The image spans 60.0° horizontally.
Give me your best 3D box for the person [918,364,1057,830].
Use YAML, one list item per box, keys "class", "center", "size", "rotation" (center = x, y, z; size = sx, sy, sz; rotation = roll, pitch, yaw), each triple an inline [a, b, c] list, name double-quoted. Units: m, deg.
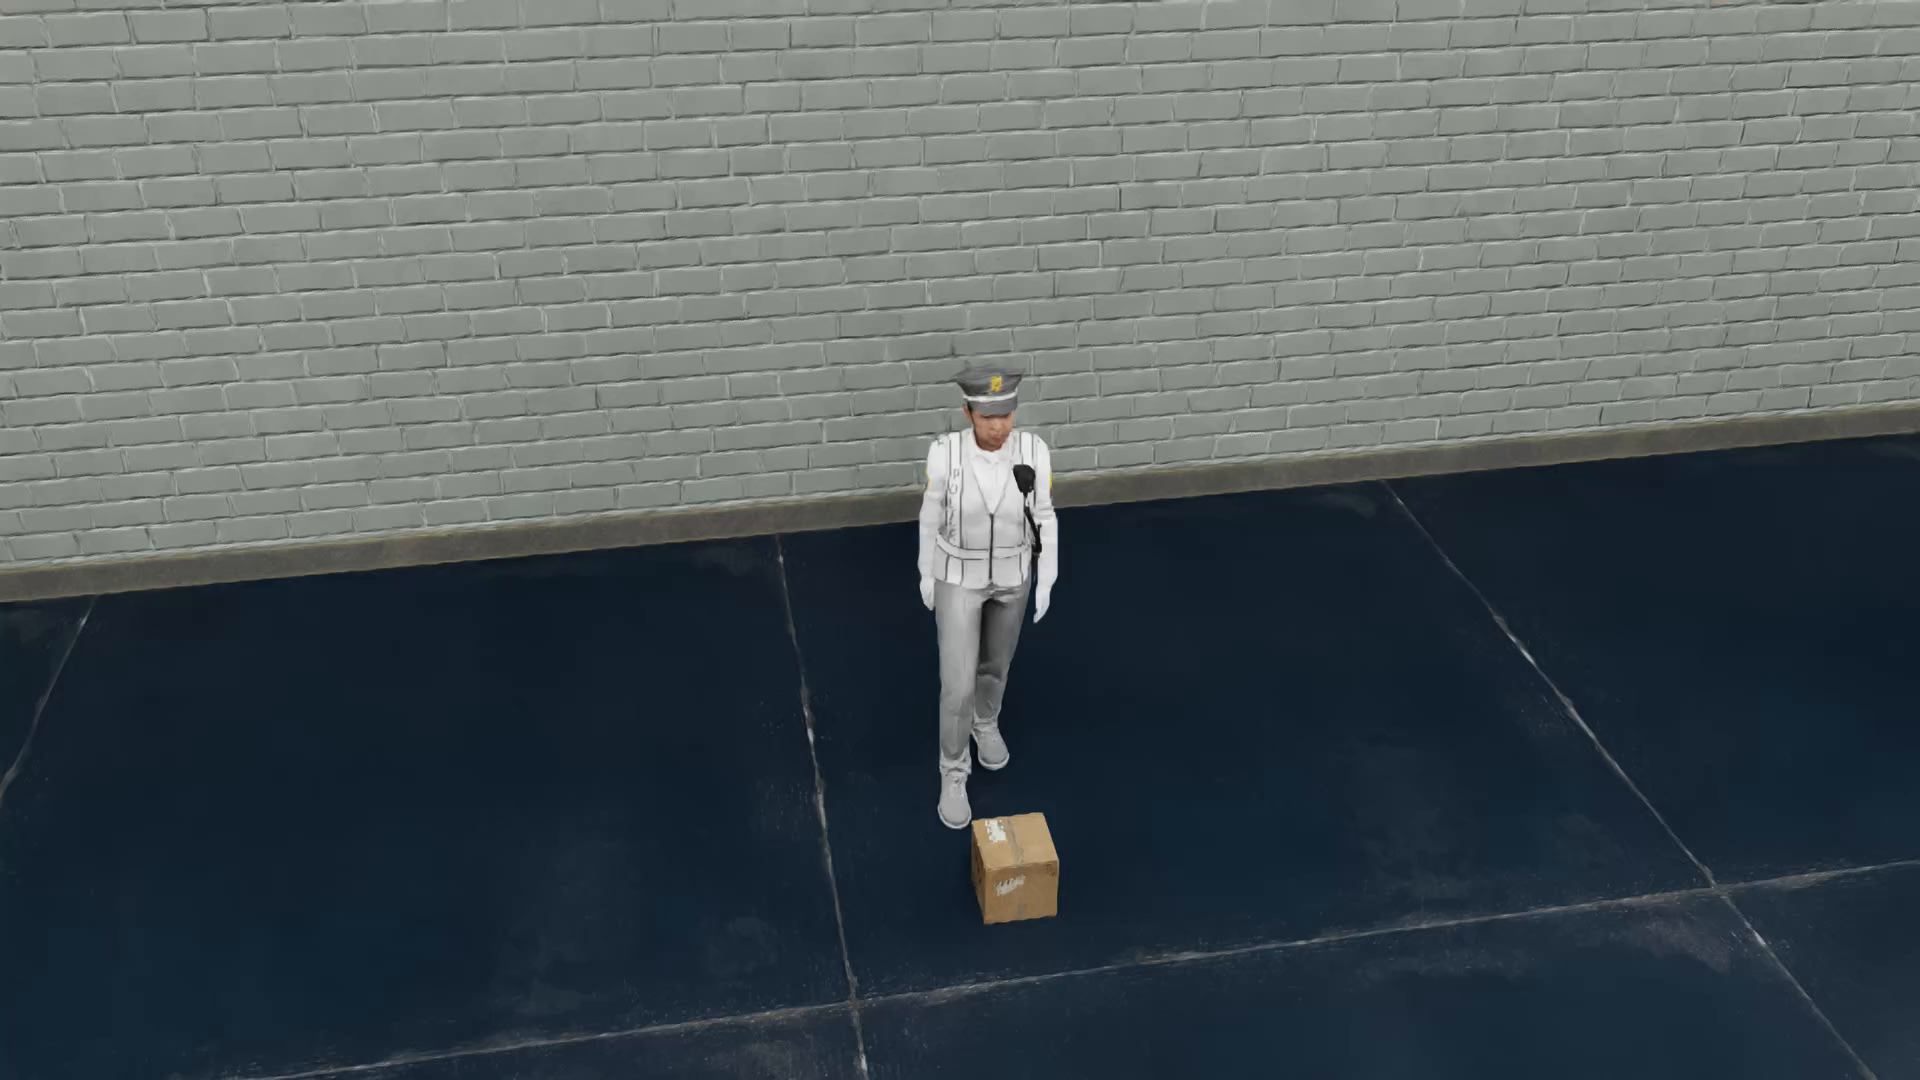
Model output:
- class: "person"
  center: [0.105, 0.163, 5.817]
  size: [0.458, 1.682, 0.570]
  rotation: [-6, 31, -10]
